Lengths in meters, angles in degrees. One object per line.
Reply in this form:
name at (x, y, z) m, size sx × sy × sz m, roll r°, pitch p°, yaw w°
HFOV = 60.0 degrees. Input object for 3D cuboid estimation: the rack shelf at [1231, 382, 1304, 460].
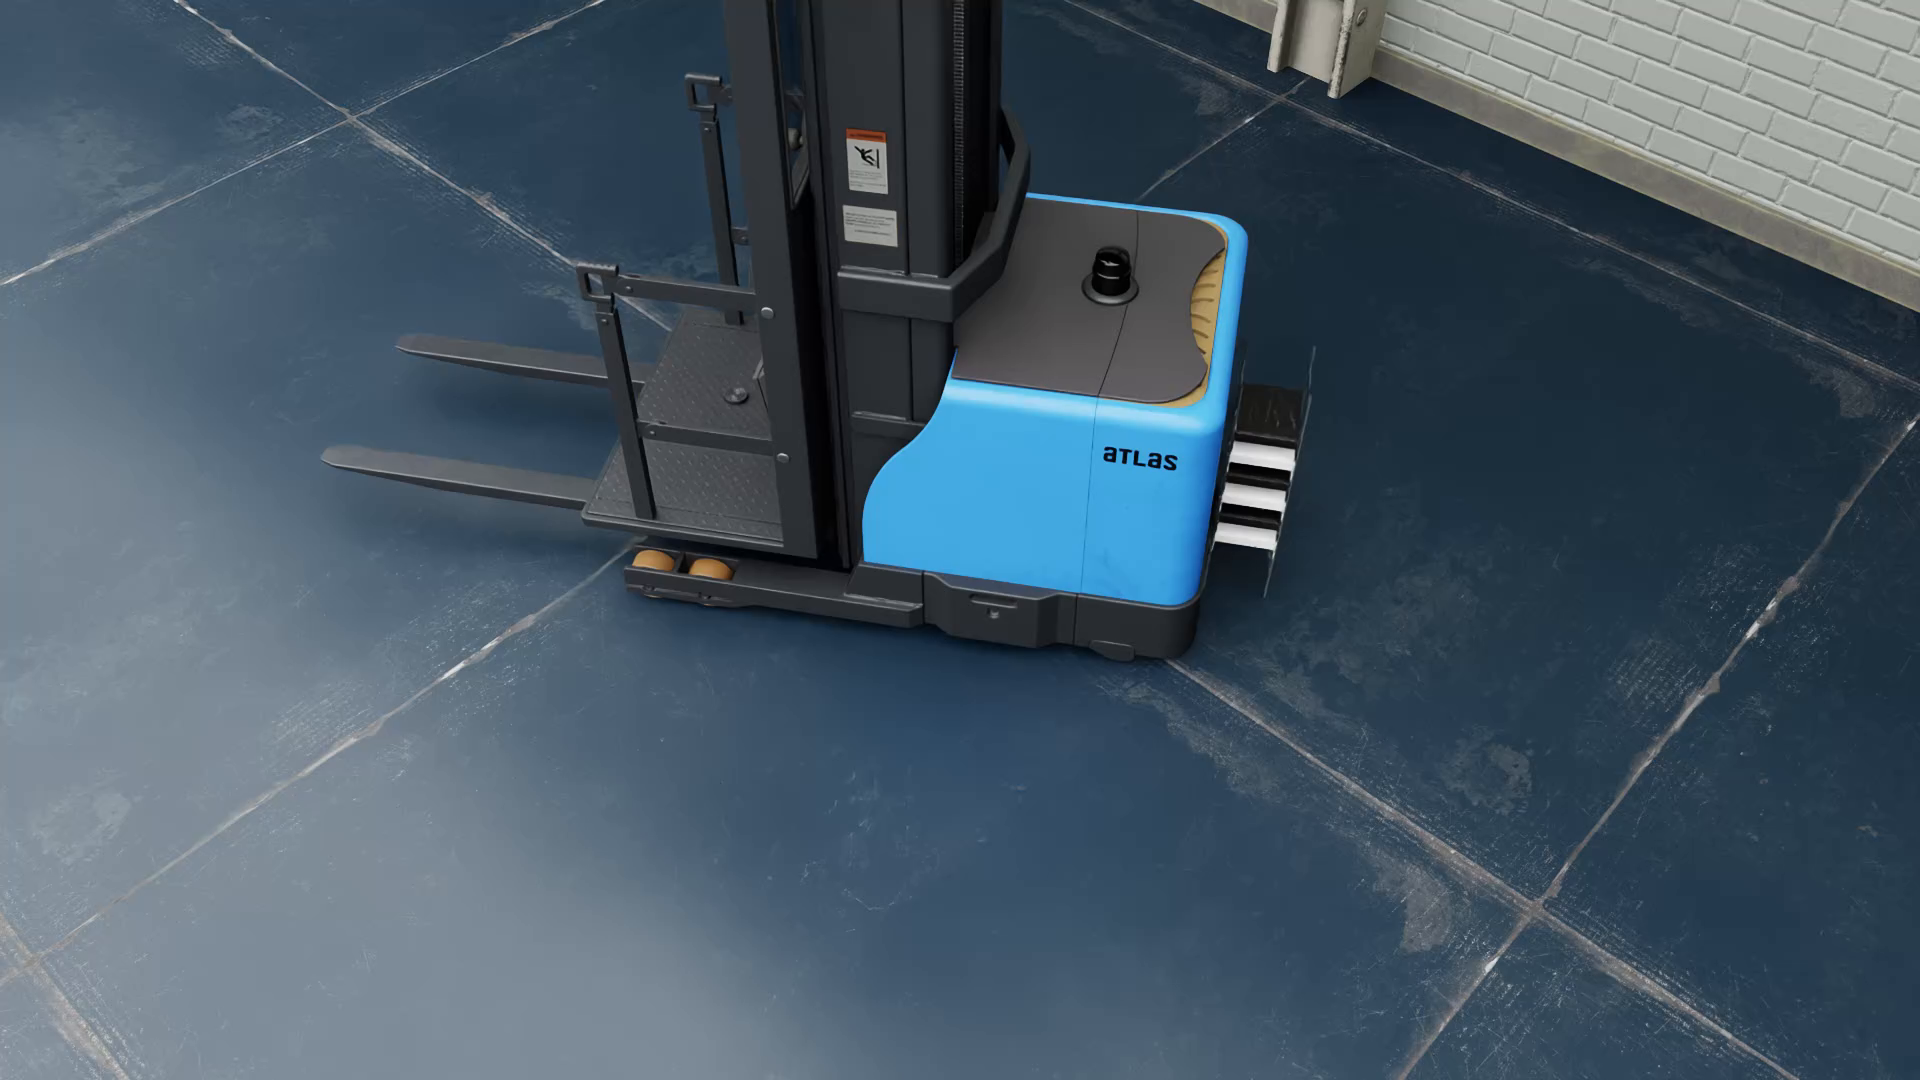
rack shelf at (0.956, -0.375, 5.157) m, size 0.200 × 0.077 × 0.258 m, roll 9°, pitch 47°, yaw 7°

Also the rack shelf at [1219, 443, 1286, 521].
rack shelf at (0.950, -0.191, 5.355) m, size 0.200 × 0.077 × 0.258 m, roll 9°, pitch 47°, yaw 7°

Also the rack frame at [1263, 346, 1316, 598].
rack frame at (1.051, -0.198, 5.318) m, size 0.006 × 0.900 × 0.240 m, roll 9°, pitch 47°, yaw 7°

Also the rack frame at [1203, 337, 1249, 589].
rack frame at (0.851, -0.229, 5.342) m, size 0.006 × 0.900 × 0.240 m, roll 9°, pitch 47°, yaw 7°

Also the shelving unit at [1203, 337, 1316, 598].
shelving unit at (0.951, -0.213, 5.330) m, size 0.210 × 0.900 × 0.258 m, roll 9°, pitch 47°, yaw 7°

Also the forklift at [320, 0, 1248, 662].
forklift at (-0.649, -1.152, 4.821) m, size 3.031 × 2.935 × 1.130 m, roll 8°, pitch 47°, yaw 8°

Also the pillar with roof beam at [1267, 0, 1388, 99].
pillar with roof beam at (-1.226, -2.982, 2.377) m, size 0.400 × 9.000 × 9.100 m, roll 34°, pitch 55°, yaw 28°

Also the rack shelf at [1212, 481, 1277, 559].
rack shelf at (0.947, -0.068, 5.486) m, size 0.200 × 0.077 × 0.258 m, roll 9°, pitch 47°, yaw 7°

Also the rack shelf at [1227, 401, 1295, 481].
rack shelf at (0.954, -0.313, 5.223) m, size 0.200 × 0.077 × 0.258 m, roll 9°, pitch 47°, yaw 7°

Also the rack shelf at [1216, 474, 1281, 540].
rack shelf at (0.949, -0.129, 5.421) m, size 0.200 × 0.077 × 0.258 m, roll 9°, pitch 47°, yaw 7°

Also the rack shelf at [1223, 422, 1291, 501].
rack shelf at (0.952, -0.252, 5.289) m, size 0.200 × 0.077 × 0.258 m, roll 9°, pitch 47°, yaw 7°
